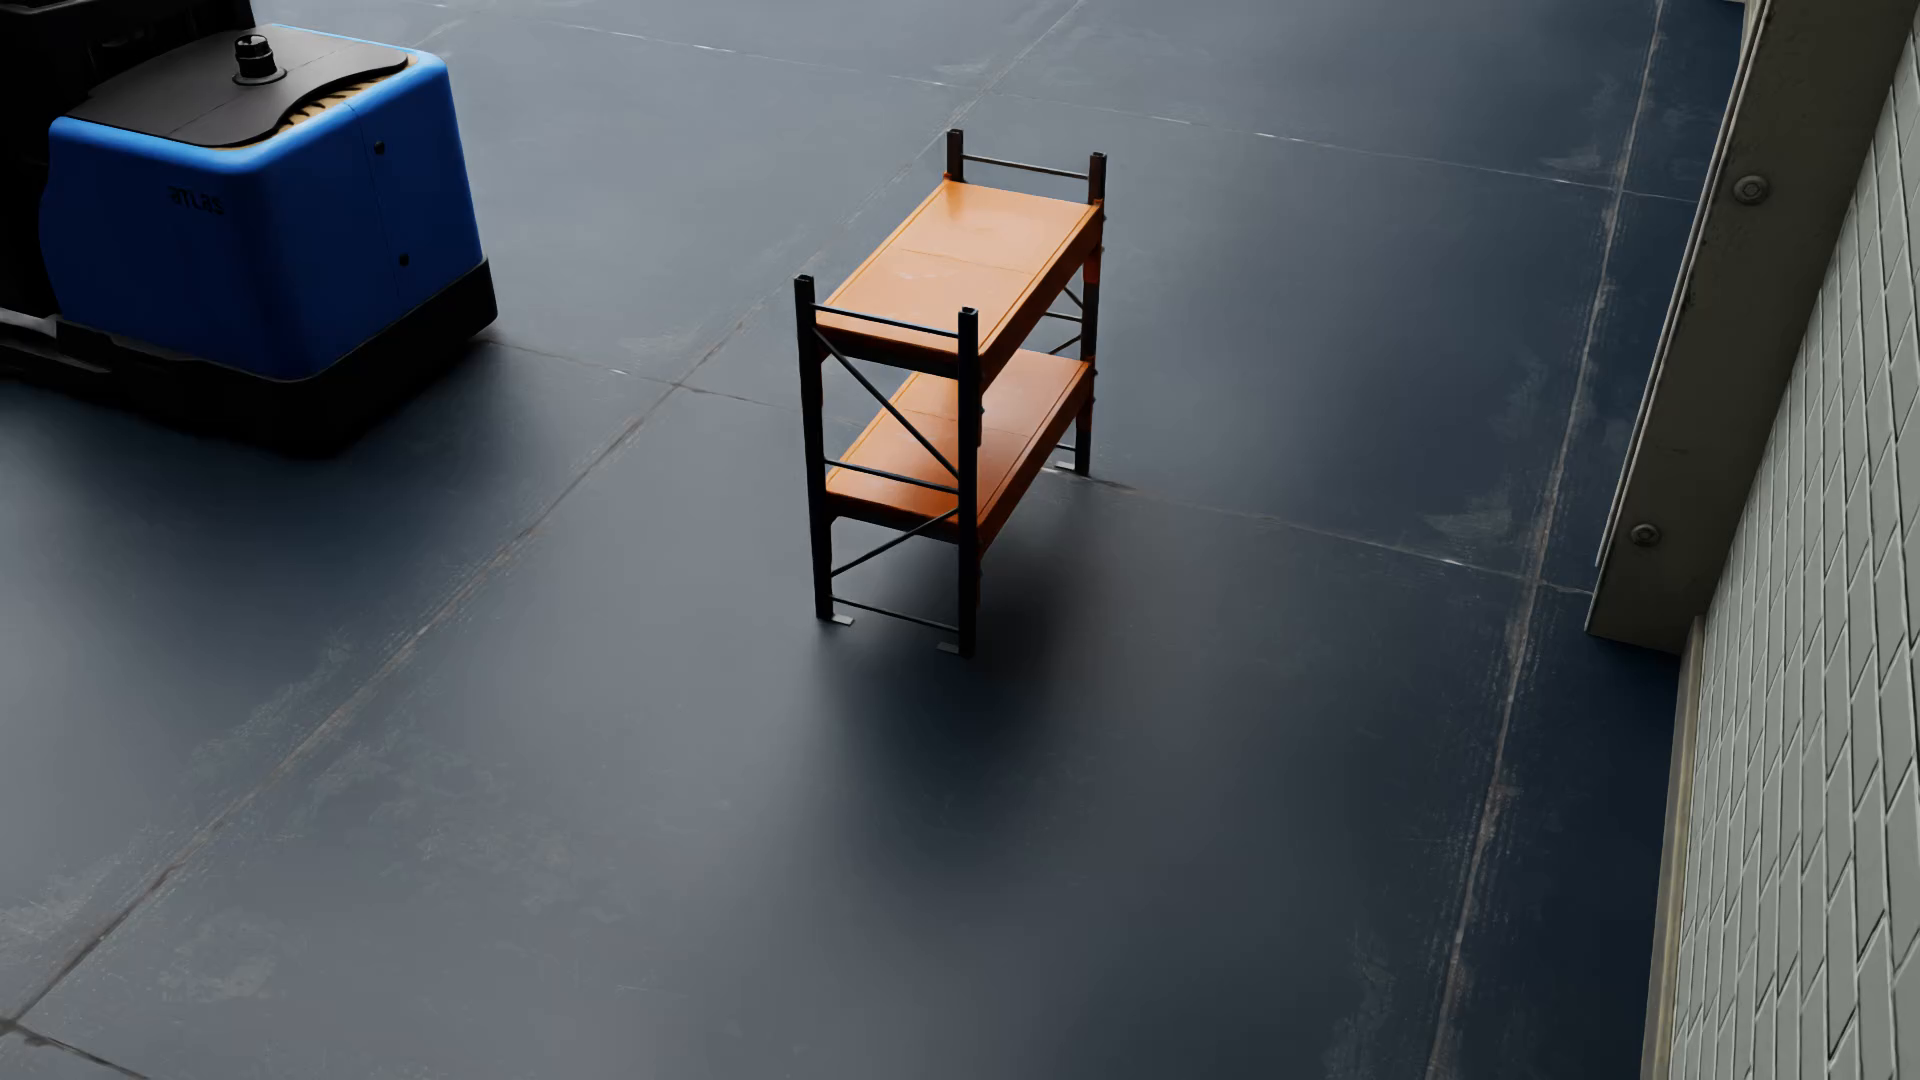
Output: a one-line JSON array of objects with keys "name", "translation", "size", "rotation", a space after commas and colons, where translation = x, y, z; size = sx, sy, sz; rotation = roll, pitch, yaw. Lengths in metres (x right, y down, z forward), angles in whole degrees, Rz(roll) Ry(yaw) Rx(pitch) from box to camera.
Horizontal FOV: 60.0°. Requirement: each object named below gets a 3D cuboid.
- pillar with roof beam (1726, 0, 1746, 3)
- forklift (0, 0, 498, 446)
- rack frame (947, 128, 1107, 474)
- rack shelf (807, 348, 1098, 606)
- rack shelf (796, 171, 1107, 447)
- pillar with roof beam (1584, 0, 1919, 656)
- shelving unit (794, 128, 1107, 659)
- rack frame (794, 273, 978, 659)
[{"name": "pillar with roof beam", "translation": [0.354, -7.710, 8.049], "size": [9.100, 9.000, 0.400], "rotation": [14, 39, 18]}, {"name": "forklift", "translation": [-3.300, -2.080, 5.585], "size": [3.031, 2.935, 1.130], "rotation": [15, 39, 20]}, {"name": "rack frame", "translation": [0.196, -0.736, 5.295], "size": [0.500, 1.125, 0.032], "rotation": [14, 39, 18]}, {"name": "rack shelf", "translation": [0.003, -0.258, 5.065], "size": [0.538, 0.278, 1.000], "rotation": [14, 39, 18]}, {"name": "rack shelf", "translation": [0.003, -0.689, 4.743], "size": [0.538, 0.278, 1.000], "rotation": [14, 39, 18]}, {"name": "pillar with roof beam", "translation": [-1.929, -4.388, 3.604], "size": [9.100, 9.000, 0.400], "rotation": [14, 39, 18]}, {"name": "shelving unit", "translation": [0.003, -0.454, 4.918], "size": [0.538, 1.125, 1.048], "rotation": [14, 39, 18]}, {"name": "rack frame", "translation": [-0.191, -0.173, 4.542], "size": [0.500, 1.125, 0.032], "rotation": [14, 39, 18]}]
